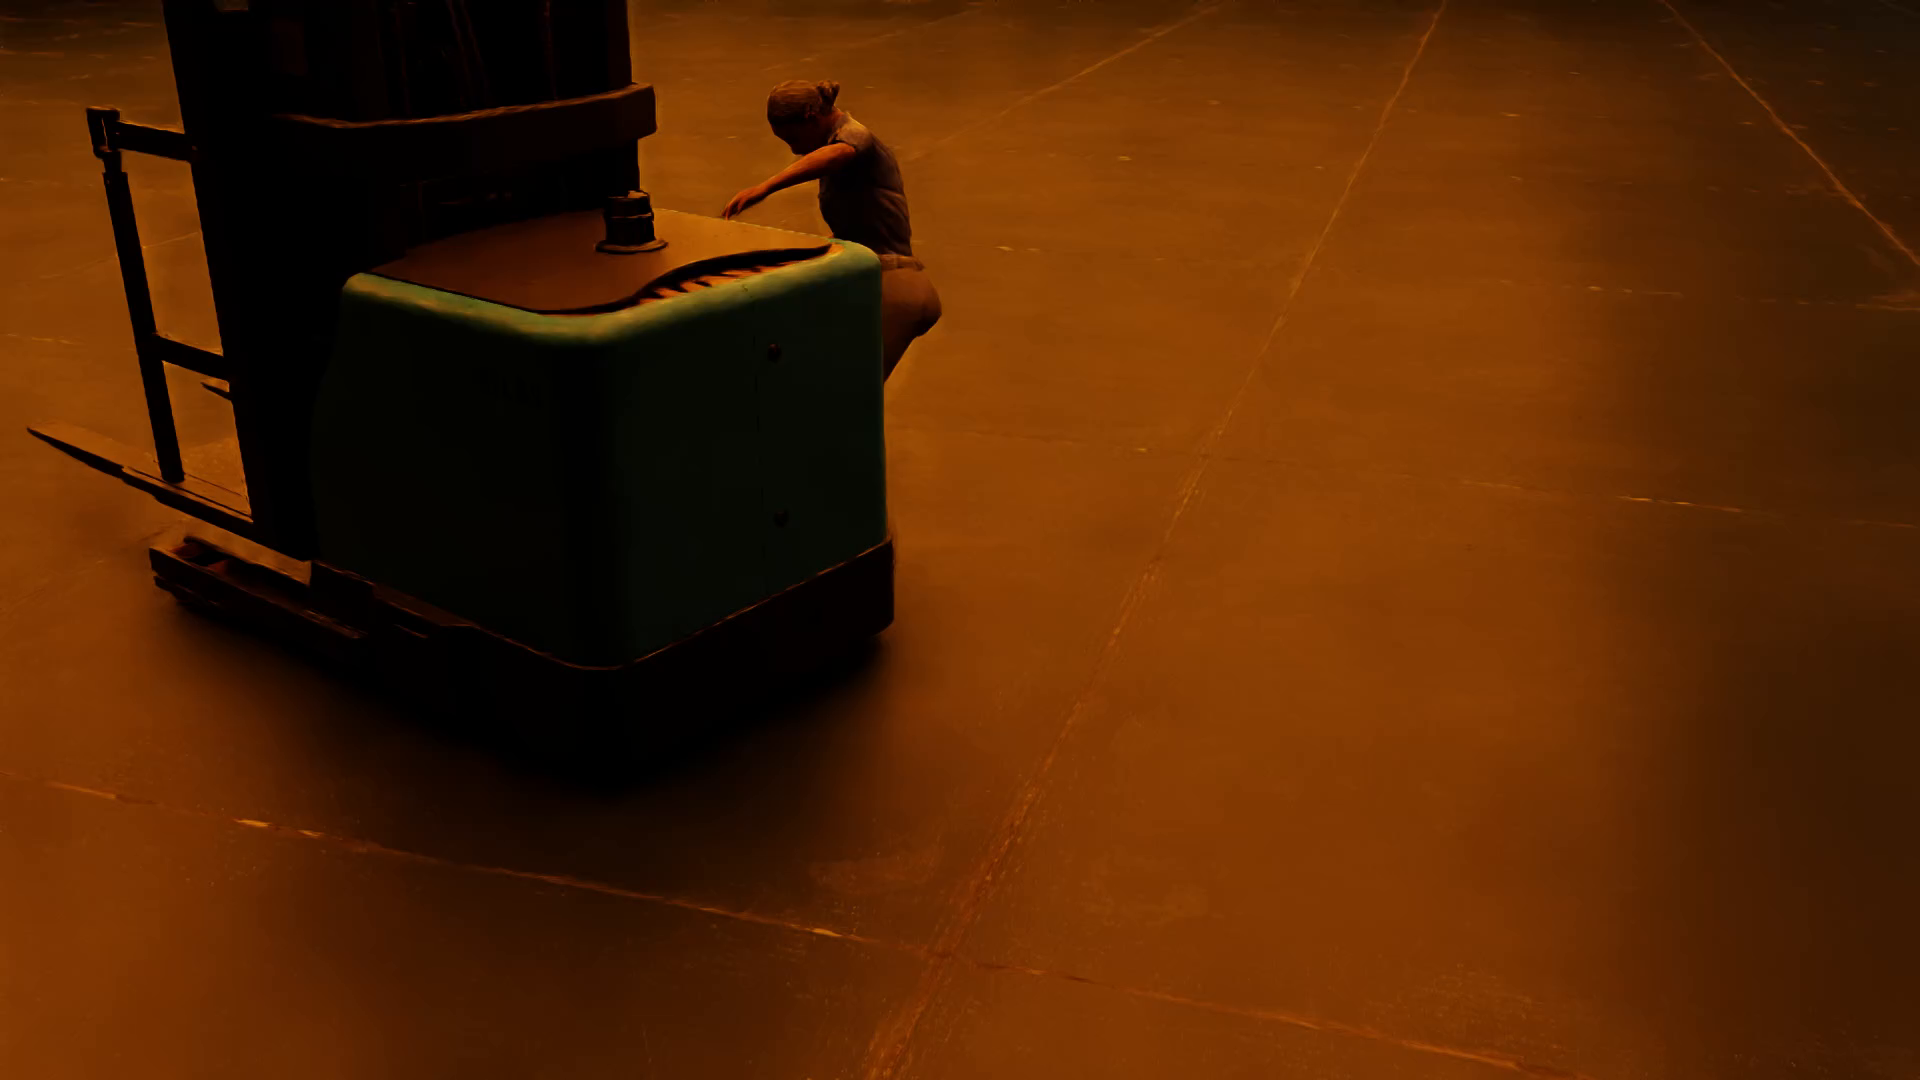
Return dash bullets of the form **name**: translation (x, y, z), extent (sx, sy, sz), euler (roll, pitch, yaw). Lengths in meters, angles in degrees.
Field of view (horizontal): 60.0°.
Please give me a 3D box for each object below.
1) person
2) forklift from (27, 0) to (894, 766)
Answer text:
- **person**: translation (-0.419, -0.743, 5.215), extent (0.767, 1.321, 1.269), euler (7, 23, 16)
- **forklift**: translation (-1.656, -1.277, 4.373), extent (3.031, 2.935, 1.130), euler (16, 27, 34)
